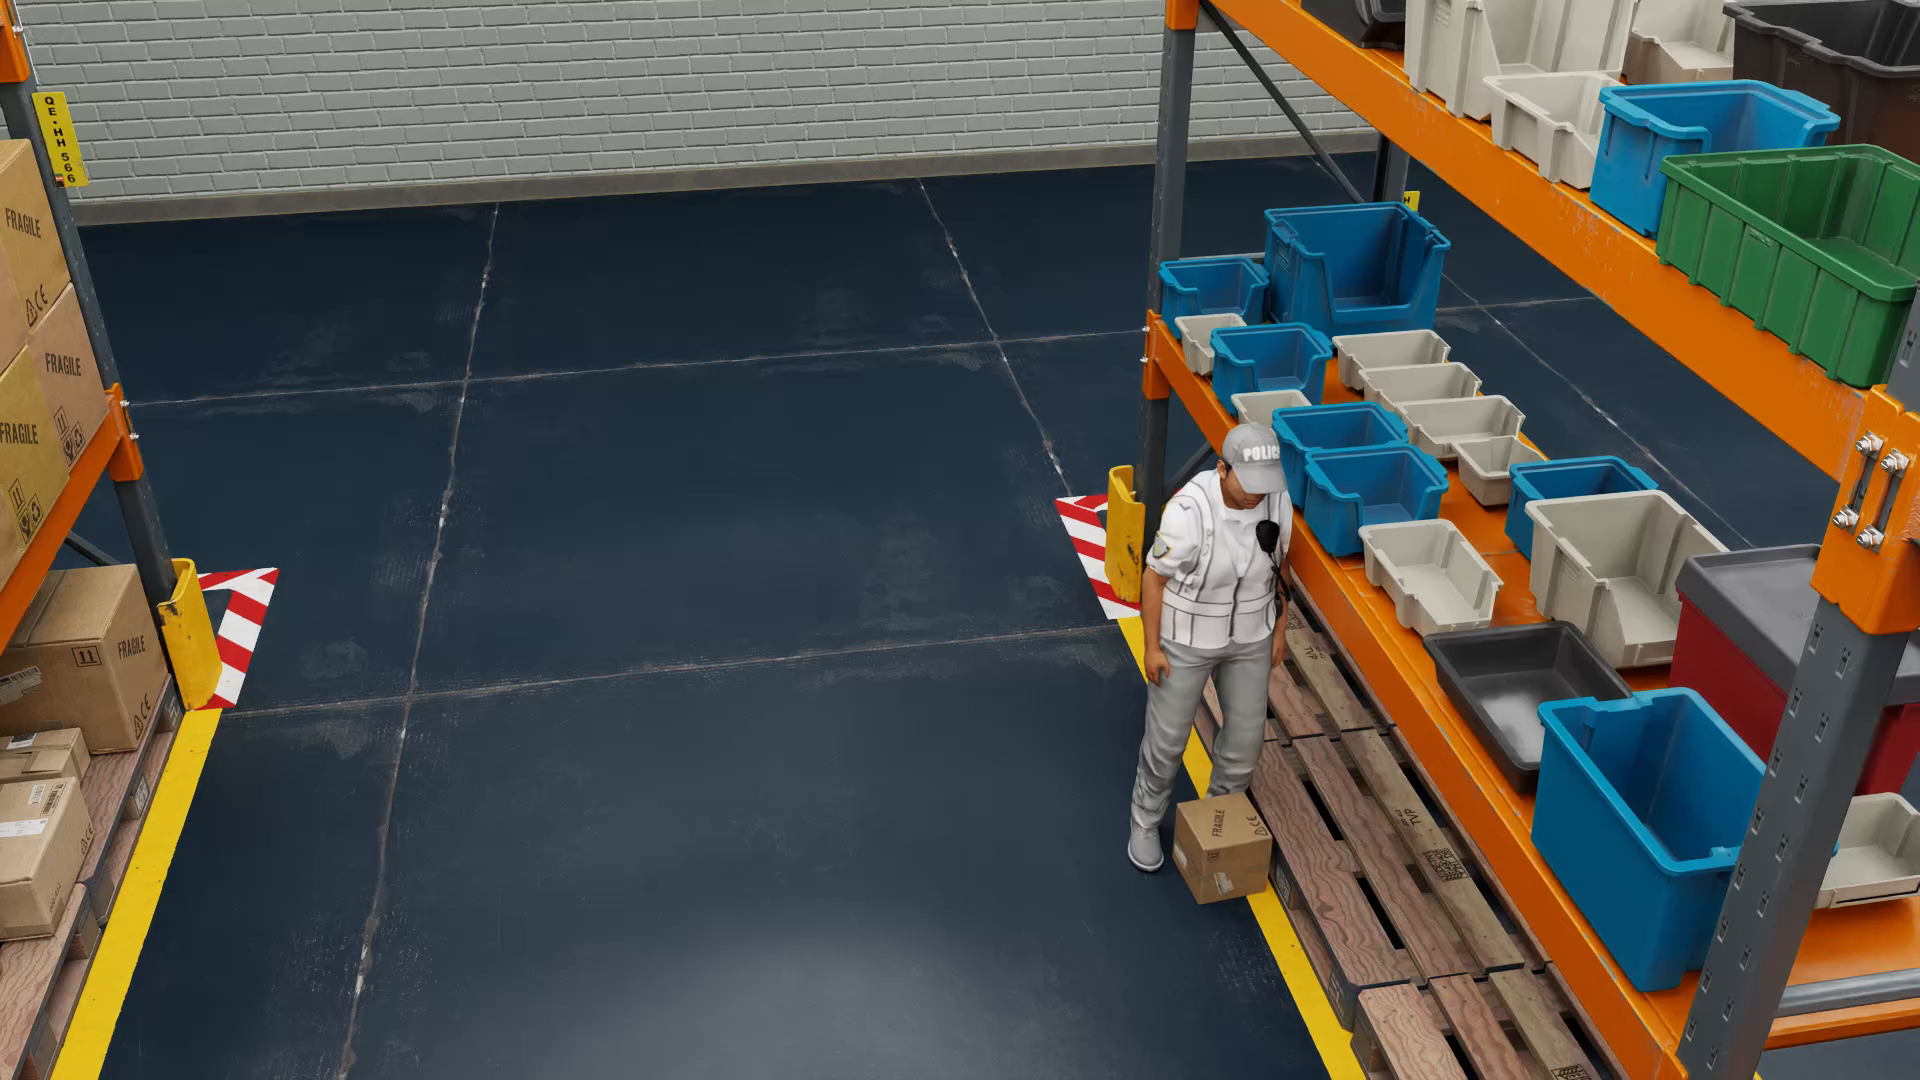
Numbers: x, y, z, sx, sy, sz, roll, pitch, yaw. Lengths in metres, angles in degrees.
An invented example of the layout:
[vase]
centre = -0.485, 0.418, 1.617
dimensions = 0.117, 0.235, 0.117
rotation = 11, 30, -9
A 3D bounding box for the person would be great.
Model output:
[person]
centre = 0.847, 0.344, 5.552
dimensions = 0.553, 1.665, 0.468
rotation = -7, 32, -12
